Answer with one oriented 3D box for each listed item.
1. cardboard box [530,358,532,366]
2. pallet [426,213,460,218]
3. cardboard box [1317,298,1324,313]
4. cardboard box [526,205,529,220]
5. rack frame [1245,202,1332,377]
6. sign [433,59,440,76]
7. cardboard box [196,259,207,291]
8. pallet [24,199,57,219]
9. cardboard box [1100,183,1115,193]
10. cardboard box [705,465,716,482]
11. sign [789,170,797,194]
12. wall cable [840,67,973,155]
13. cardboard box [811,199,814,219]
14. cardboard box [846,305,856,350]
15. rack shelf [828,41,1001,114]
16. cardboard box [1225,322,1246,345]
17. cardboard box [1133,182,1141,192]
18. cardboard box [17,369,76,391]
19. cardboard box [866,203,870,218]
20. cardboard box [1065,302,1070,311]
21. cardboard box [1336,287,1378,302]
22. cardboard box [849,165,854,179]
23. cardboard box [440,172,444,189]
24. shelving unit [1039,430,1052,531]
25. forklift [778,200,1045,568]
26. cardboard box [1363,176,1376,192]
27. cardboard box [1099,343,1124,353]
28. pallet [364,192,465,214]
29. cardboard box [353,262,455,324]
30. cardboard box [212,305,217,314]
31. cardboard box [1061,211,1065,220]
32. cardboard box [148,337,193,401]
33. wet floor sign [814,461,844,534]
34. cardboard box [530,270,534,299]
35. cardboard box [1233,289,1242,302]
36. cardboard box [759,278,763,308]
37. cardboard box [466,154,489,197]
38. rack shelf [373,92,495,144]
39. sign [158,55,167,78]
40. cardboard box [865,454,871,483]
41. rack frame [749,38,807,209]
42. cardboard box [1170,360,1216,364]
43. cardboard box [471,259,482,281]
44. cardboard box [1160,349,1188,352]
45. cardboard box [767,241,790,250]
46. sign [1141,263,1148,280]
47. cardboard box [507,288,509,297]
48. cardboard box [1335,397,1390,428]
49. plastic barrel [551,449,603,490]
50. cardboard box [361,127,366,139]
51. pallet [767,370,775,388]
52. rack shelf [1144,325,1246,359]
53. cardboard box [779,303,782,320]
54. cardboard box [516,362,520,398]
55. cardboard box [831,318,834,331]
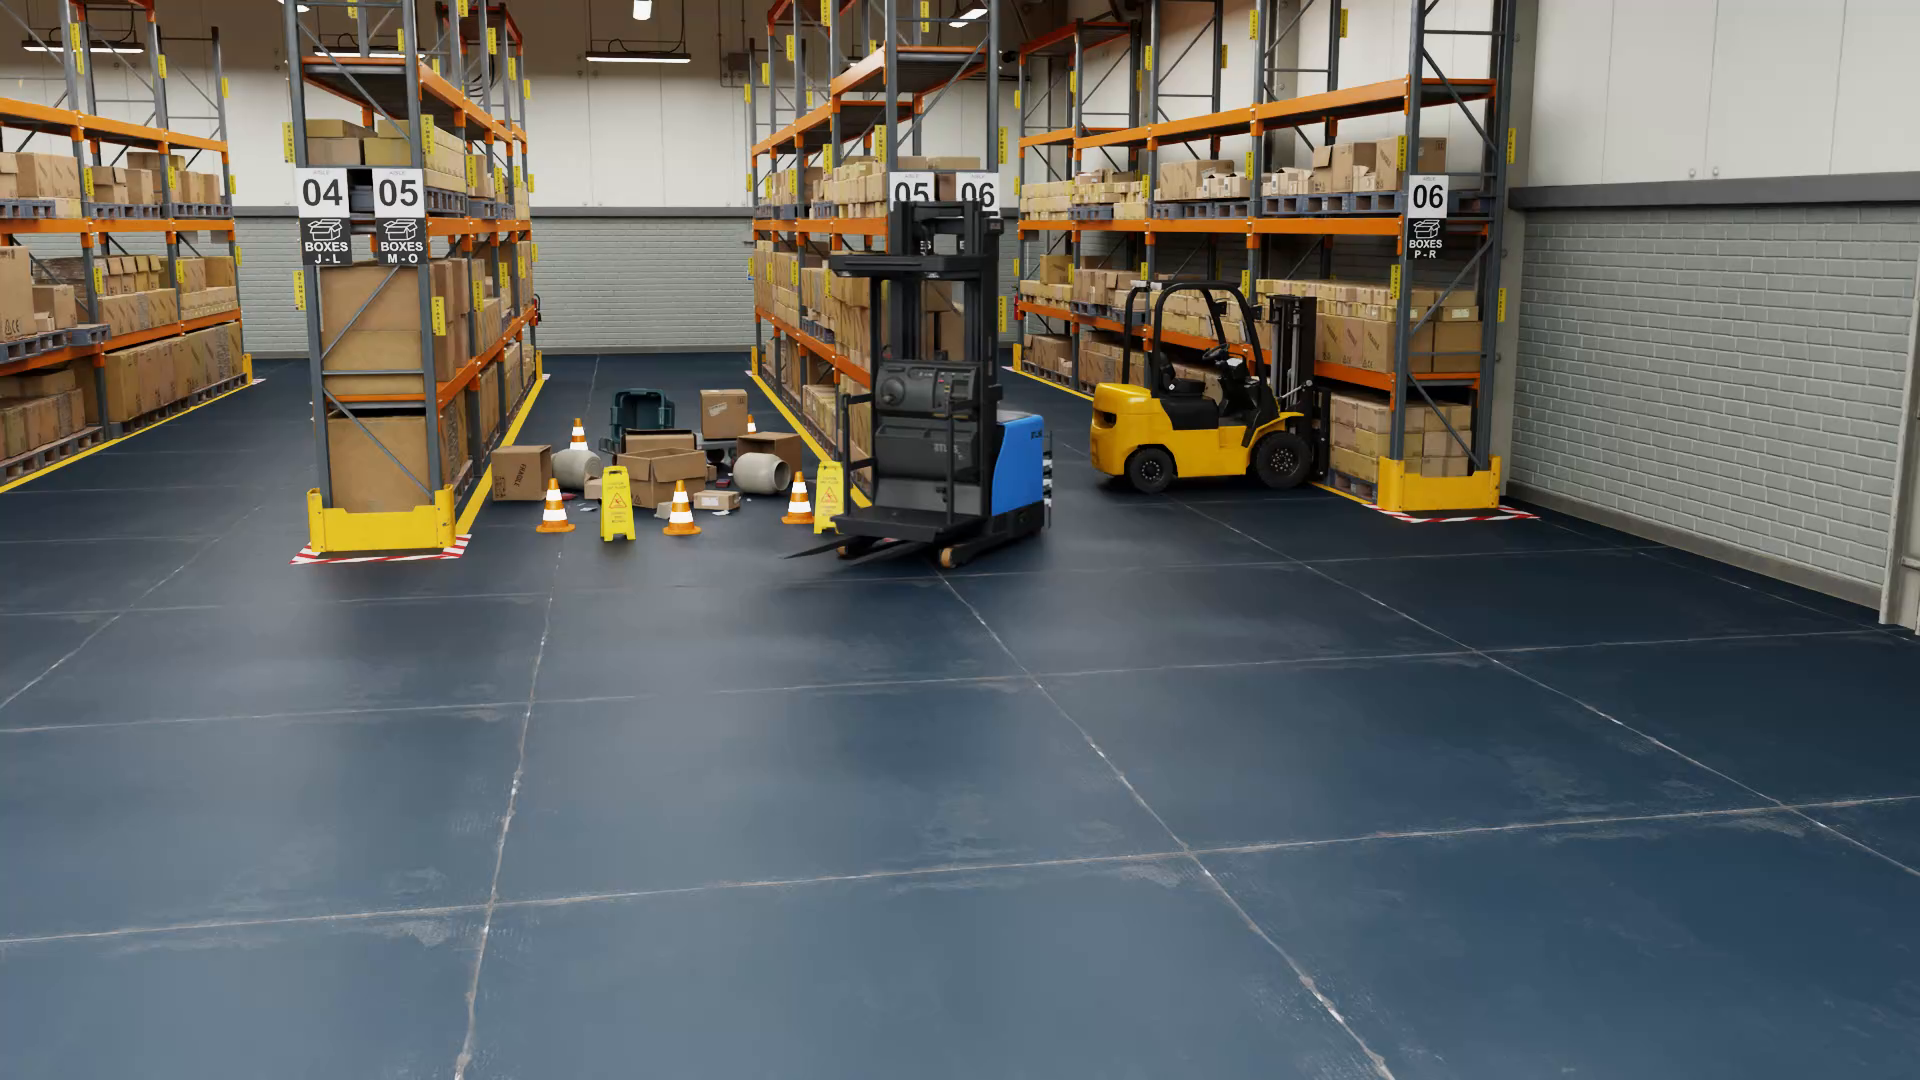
[{"bbox_3d":[-7.505,-3.036,28.330,0.380,0.149,0.250,-2,11,-10],"label":"cardboard box"},{"bbox_3d":[-5.997,-3.705,18.630,0.805,0.209,1.217,-3,11,-13],"label":"pallet"},{"bbox_3d":[4.019,-2.554,18.092,0.380,0.149,0.250,-2,11,-12],"label":"cardboard box"},{"bbox_3d":[-7.650,-5.593,28.437,0.500,0.250,0.500,-2,11,-11],"label":"cardboard box"},{"bbox_3d":[3.934,-2.539,20.013,1.000,3.000,0.127,-2,11,-11],"label":"rack frame"},{"bbox_3d":[-7.862,-7.055,24.985,0.100,0.325,0.005,-2,11,-11],"label":"sign"},{"bbox_3d":[-12.247,-4.188,26.280,0.500,0.500,0.500,-2,11,-13],"label":"cardboard box"},{"bbox_3d":[-10.875,-3.686,18.519,1.213,0.211,1.003,-2,11,-11],"label":"pallet"},{"bbox_3d":[2.363,-5.407,25.544,0.380,0.149,0.250,-2,11,-11],"label":"cardboard box"},{"bbox_3d":[-2.881,-0.787,18.122,0.396,0.266,0.258,9,14,38],"label":"cardboard box"},{"bbox_3d":[-2.258,-4.839,22.481,0.100,0.325,0.005,-2,11,-11],"label":"sign"},{"bbox_3d":[-1.173,-8.678,36.124,2.988,3.039,0.133,-2,11,-11],"label":"wall cable"},{"bbox_3d":[-1.768,-4.388,22.066,0.396,0.266,0.258,-2,11,-11],"label":"cardboard box"},{"bbox_3d":[-0.917,-2.278,17.581,0.500,0.500,0.500,-2,11,-11],"label":"cardboard box"},{"bbox_3d":[-0.545,-4.583,16.641,1.077,0.370,4.000,-2,11,-11],"label":"rack shelf"},{"bbox_3d":[3.579,-2.548,20.463,0.500,0.250,0.500,-2,11,-10],"label":"cardboard box"},{"bbox_3d":[2.750,-5.166,24.331,0.380,0.149,0.250,-2,11,-13],"label":"cardboard box"},{"bbox_3d":[-11.273,-1.966,20.505,0.500,0.250,0.500,-2,11,-9],"label":"cardboard box"},{"bbox_3d":[-0.722,-3.265,16.479,0.380,0.149,0.250,-2,11,-13],"label":"cardboard box"},{"bbox_3d":[1.996,-3.979,28.251,0.380,0.149,0.250,-2,11,-9],"label":"cardboard box"},{"bbox_3d":[4.145,-2.560,17.328,0.380,0.149,0.250,-2,11,-10],"label":"cardboard box"},{"bbox_3d":[-0.949,-3.842,17.375,0.380,0.149,0.250,-2,11,-13],"label":"cardboard box"},{"bbox_3d":[-4.941,-3.291,15.223,0.380,0.149,0.250,-2,11,-11],"label":"cardboard box"},{"bbox_3d":[0.681,-0.547,15.162,0.258,0.900,0.210,6,12,28],"label":"shelving unit"},{"bbox_3d":[-0.385,-1.307,13.727,1.130,2.935,3.031,6,12,28],"label":"forklift"},{"bbox_3d":[4.253,-3.552,16.594,0.380,0.149,0.250,-2,11,-13],"label":"cardboard box"},{"bbox_3d":[2.444,-3.083,26.701,0.380,0.149,0.250,-2,11,-12],"label":"cardboard box"},{"bbox_3d":[-5.621,-3.439,16.956,1.003,0.211,1.213,-2,11,-11],"label":"pallet"},{"bbox_3d":[-5.199,-2.304,15.492,0.875,0.550,0.550,-2,11,-11],"label":"cardboard box"},{"bbox_3d":[-12.300,-3.741,27.001,0.380,0.149,0.250,-2,11,-10],"label":"cardboard box"},{"bbox_3d":[1.930,-5.506,28.252,0.380,0.149,0.250,-2,11,-9],"label":"cardboard box"},{"bbox_3d":[-12.067,-2.510,24.423,1.225,0.875,0.875,-2,11,-11],"label":"cardboard box"},{"bbox_3d":[-1.169,-0.394,15.039,0.267,0.644,0.232,2,11,9],"label":"wet floor sign"},{"bbox_3d":[-7.764,-4.482,29.160,0.500,0.500,0.500,-2,11,-10],"label":"cardboard box"},{"bbox_3d":[3.582,-3.008,20.475,0.380,0.149,0.250,-2,11,-12],"label":"cardboard box"},{"bbox_3d":[-3.250,-4.323,29.122,0.500,0.500,0.500,-2,11,-11],"label":"cardboard box"},{"bbox_3d":[-5.935,-4.362,19.913,0.500,0.500,0.500,-2,11,-11],"label":"cardboard box"},{"bbox_3d":[-6.159,-4.923,19.489,1.077,0.370,4.000,-2,11,-11],"label":"rack shelf"},{"bbox_3d":[-11.681,-6.931,24.336,0.100,0.325,0.005,-2,11,-11],"label":"sign"},{"bbox_3d":[-0.670,-0.713,16.653,0.500,0.250,0.500,-2,11,-11],"label":"cardboard box"},{"bbox_3d":[-3.268,-7.506,30.064,1.000,3.000,0.127,-2,11,-11],"label":"rack frame"},{"bbox_3d":[3.264,-2.197,23.447,0.875,0.625,0.625,-2,11,-9],"label":"cardboard box"},{"bbox_3d":[-6.371,-3.258,20.848,0.700,0.500,0.500,-2,11,-12],"label":"cardboard box"},{"bbox_3d":[3.246,-2.822,25.329,0.380,0.149,0.250,-3,11,-14],"label":"cardboard box"},{"bbox_3d":[-3.049,-4.966,28.086,0.380,0.149,0.250,-2,11,-12],"label":"cardboard box"},{"bbox_3d":[2.625,-3.781,23.654,0.100,0.325,0.005,-2,11,-11],"label":"sign"},{"bbox_3d":[-6.957,-3.696,24.844,0.380,0.149,0.250,-2,11,-9],"label":"cardboard box"},{"bbox_3d":[4.211,-1.319,17.158,0.500,0.250,0.500,-2,11,-10],"label":"cardboard box"},{"bbox_3d":[-4.045,-0.741,17.459,0.512,0.421,0.421,6,12,28],"label":"plastic barrel"},{"bbox_3d":[-5.587,-3.658,15.021,0.380,0.149,0.250,-2,11,-11],"label":"cardboard box"},{"bbox_3d":[-2.802,-2.822,28.956,1.003,0.211,1.213,-2,11,-11],"label":"pallet"},{"bbox_3d":[3.545,-2.552,22.008,1.077,0.370,4.000,-2,11,-11],"label":"rack shelf"},{"bbox_3d":[-2.477,-3.472,25.314,0.500,0.250,0.500,-2,11,-11],"label":"cardboard box"},{"bbox_3d":[-6.836,-2.384,24.762,0.500,0.500,0.500,-2,11,-12],"label":"cardboard box"},{"bbox_3d":[-1.305,-2.525,19.488,0.380,0.149,0.250,-2,11,-10],"label":"cardboard box"}]
